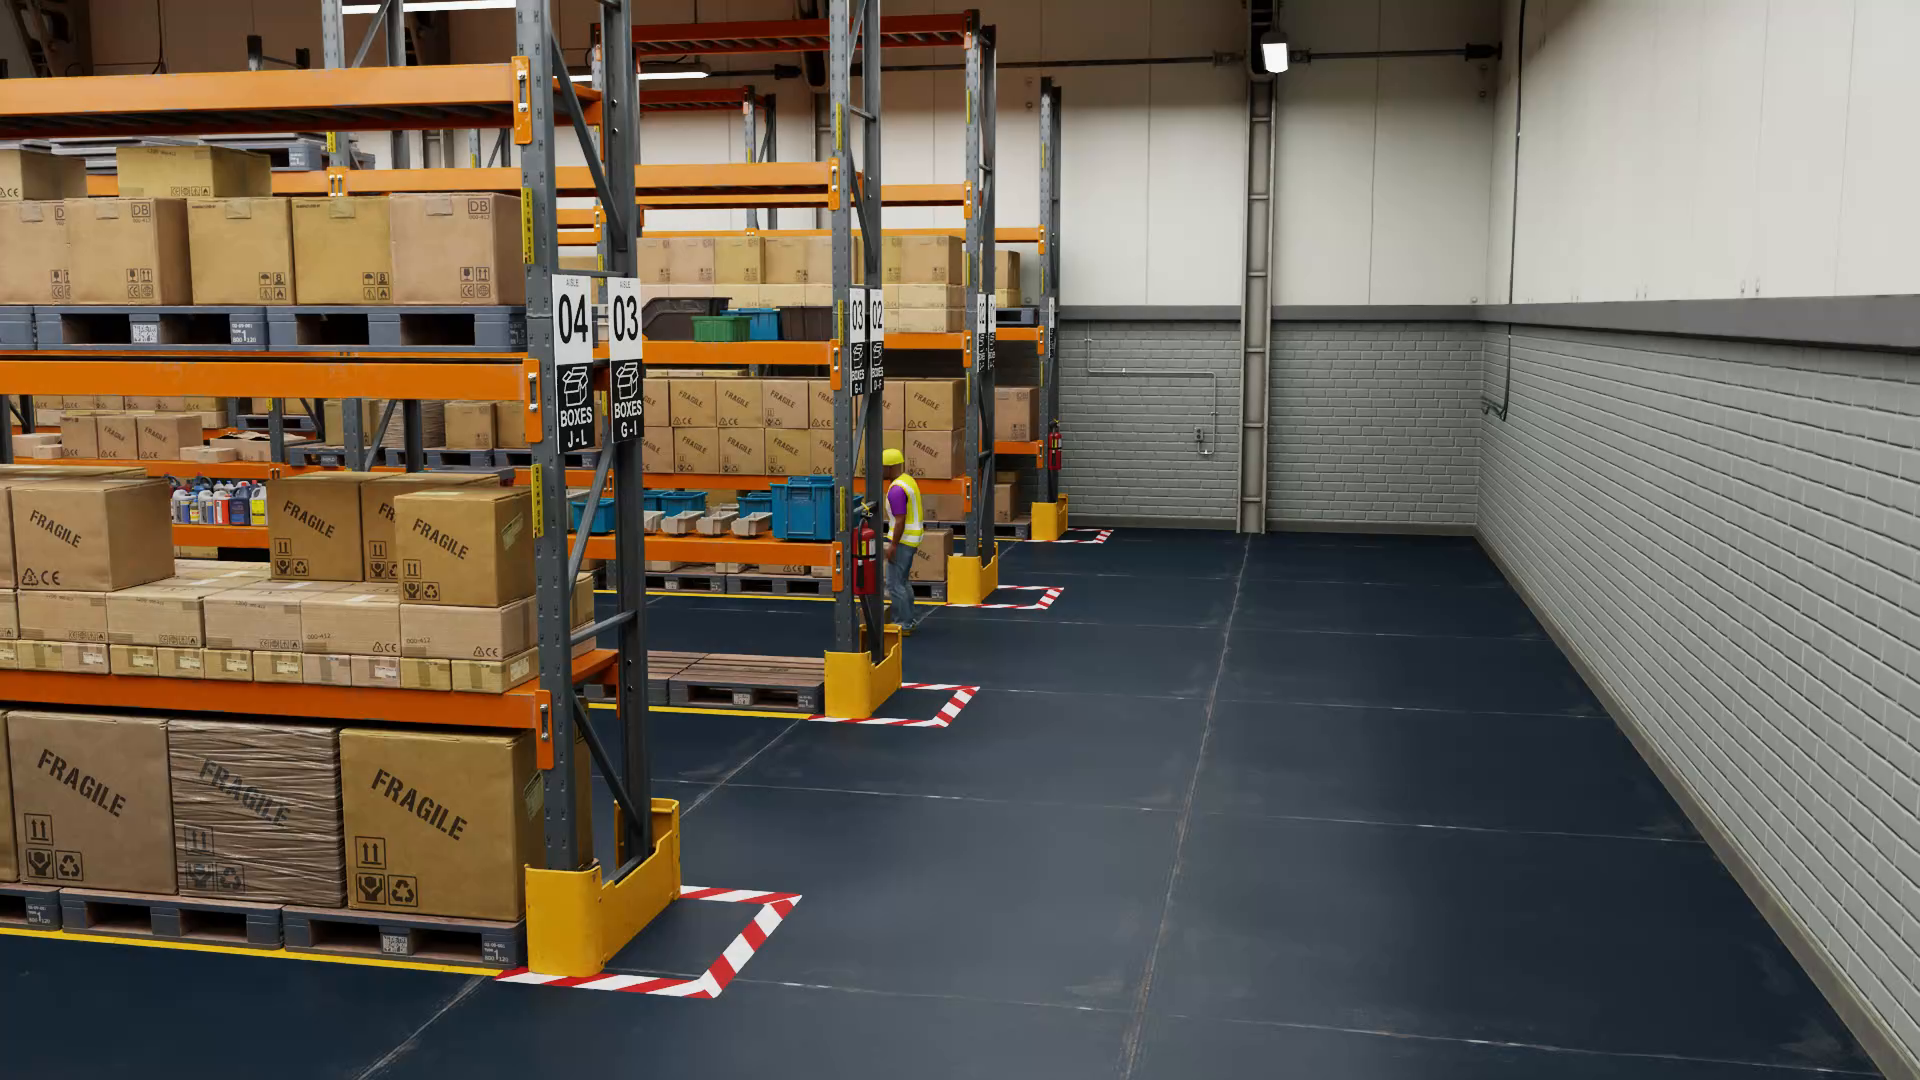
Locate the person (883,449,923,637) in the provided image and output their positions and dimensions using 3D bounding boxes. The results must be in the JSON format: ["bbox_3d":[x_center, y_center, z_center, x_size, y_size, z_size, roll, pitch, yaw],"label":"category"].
[{"bbox_3d":[-0.578,0.020,15.622,0.460,1.755,0.629,1,8,8],"label":"person"}]
